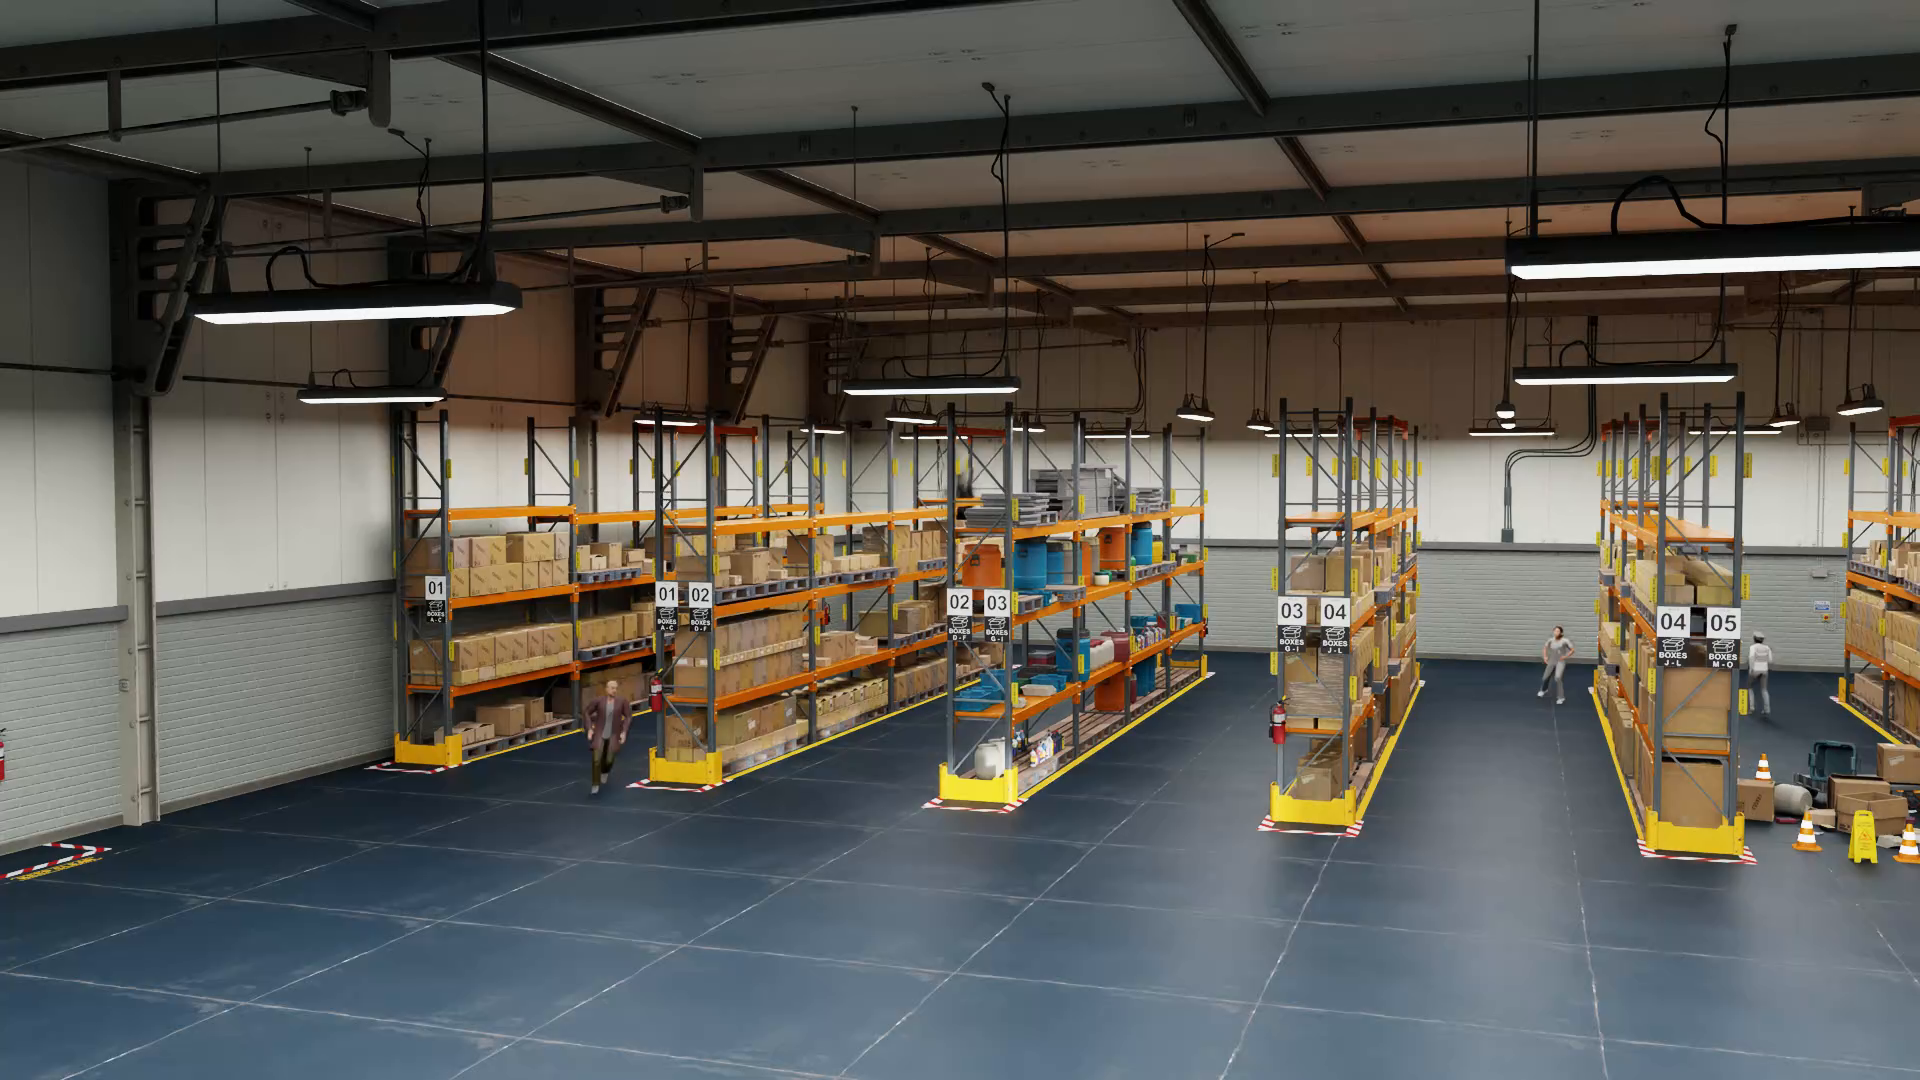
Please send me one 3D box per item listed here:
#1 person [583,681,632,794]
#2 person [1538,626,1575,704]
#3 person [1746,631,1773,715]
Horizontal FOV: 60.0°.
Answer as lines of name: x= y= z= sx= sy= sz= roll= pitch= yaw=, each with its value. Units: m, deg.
person: x=-5.487 y=3.040 z=25.887 sx=0.751 sy=1.719 sz=0.649 roll=-1 pitch=3 yaw=-15
person: x=12.779 y=2.672 z=35.725 sx=0.798 sy=1.665 sz=0.718 roll=2 pitch=3 yaw=37
person: x=16.155 y=2.722 z=33.618 sx=0.552 sy=1.735 sz=0.801 roll=0 pitch=2 yaw=7
